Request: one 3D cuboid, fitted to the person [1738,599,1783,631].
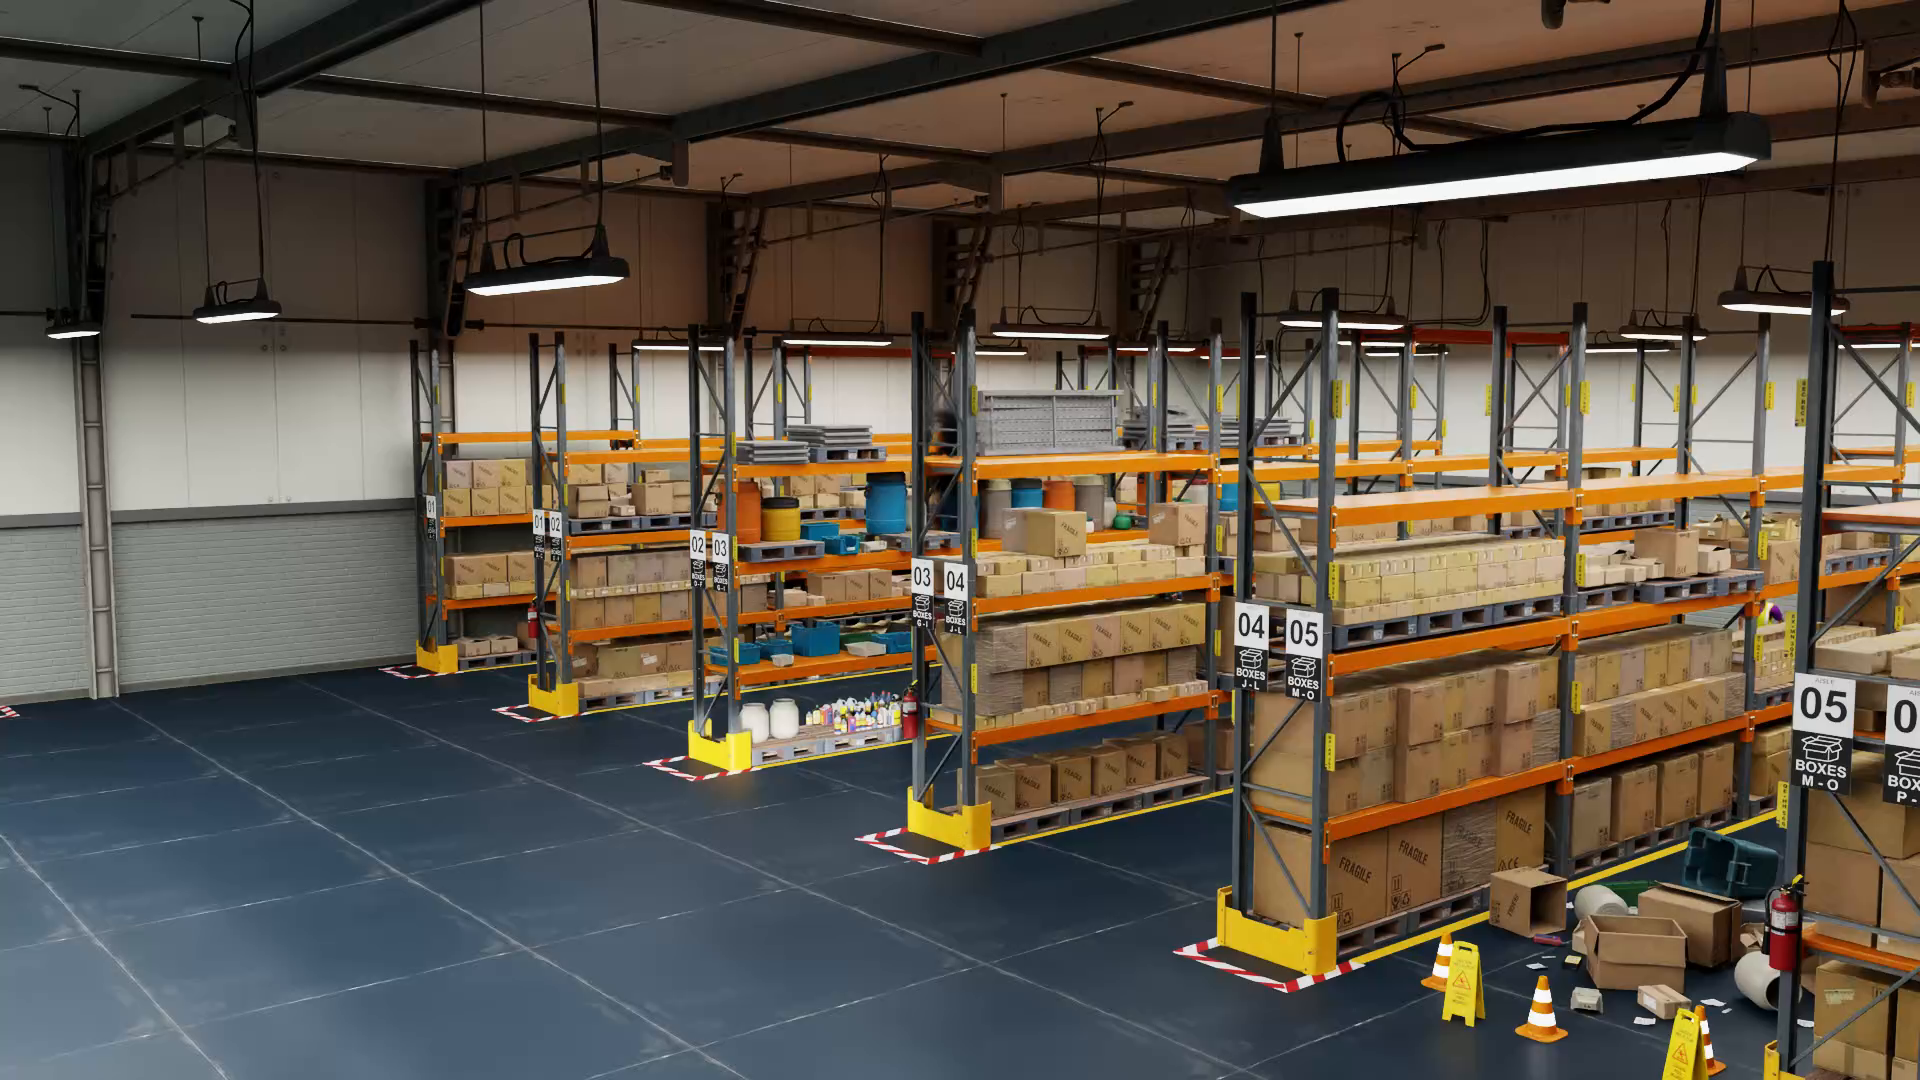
[{"bbox_3d":[13.636,1.656,28.367,0.705,1.739,0.982,4,7,36],"label":"person"}]
